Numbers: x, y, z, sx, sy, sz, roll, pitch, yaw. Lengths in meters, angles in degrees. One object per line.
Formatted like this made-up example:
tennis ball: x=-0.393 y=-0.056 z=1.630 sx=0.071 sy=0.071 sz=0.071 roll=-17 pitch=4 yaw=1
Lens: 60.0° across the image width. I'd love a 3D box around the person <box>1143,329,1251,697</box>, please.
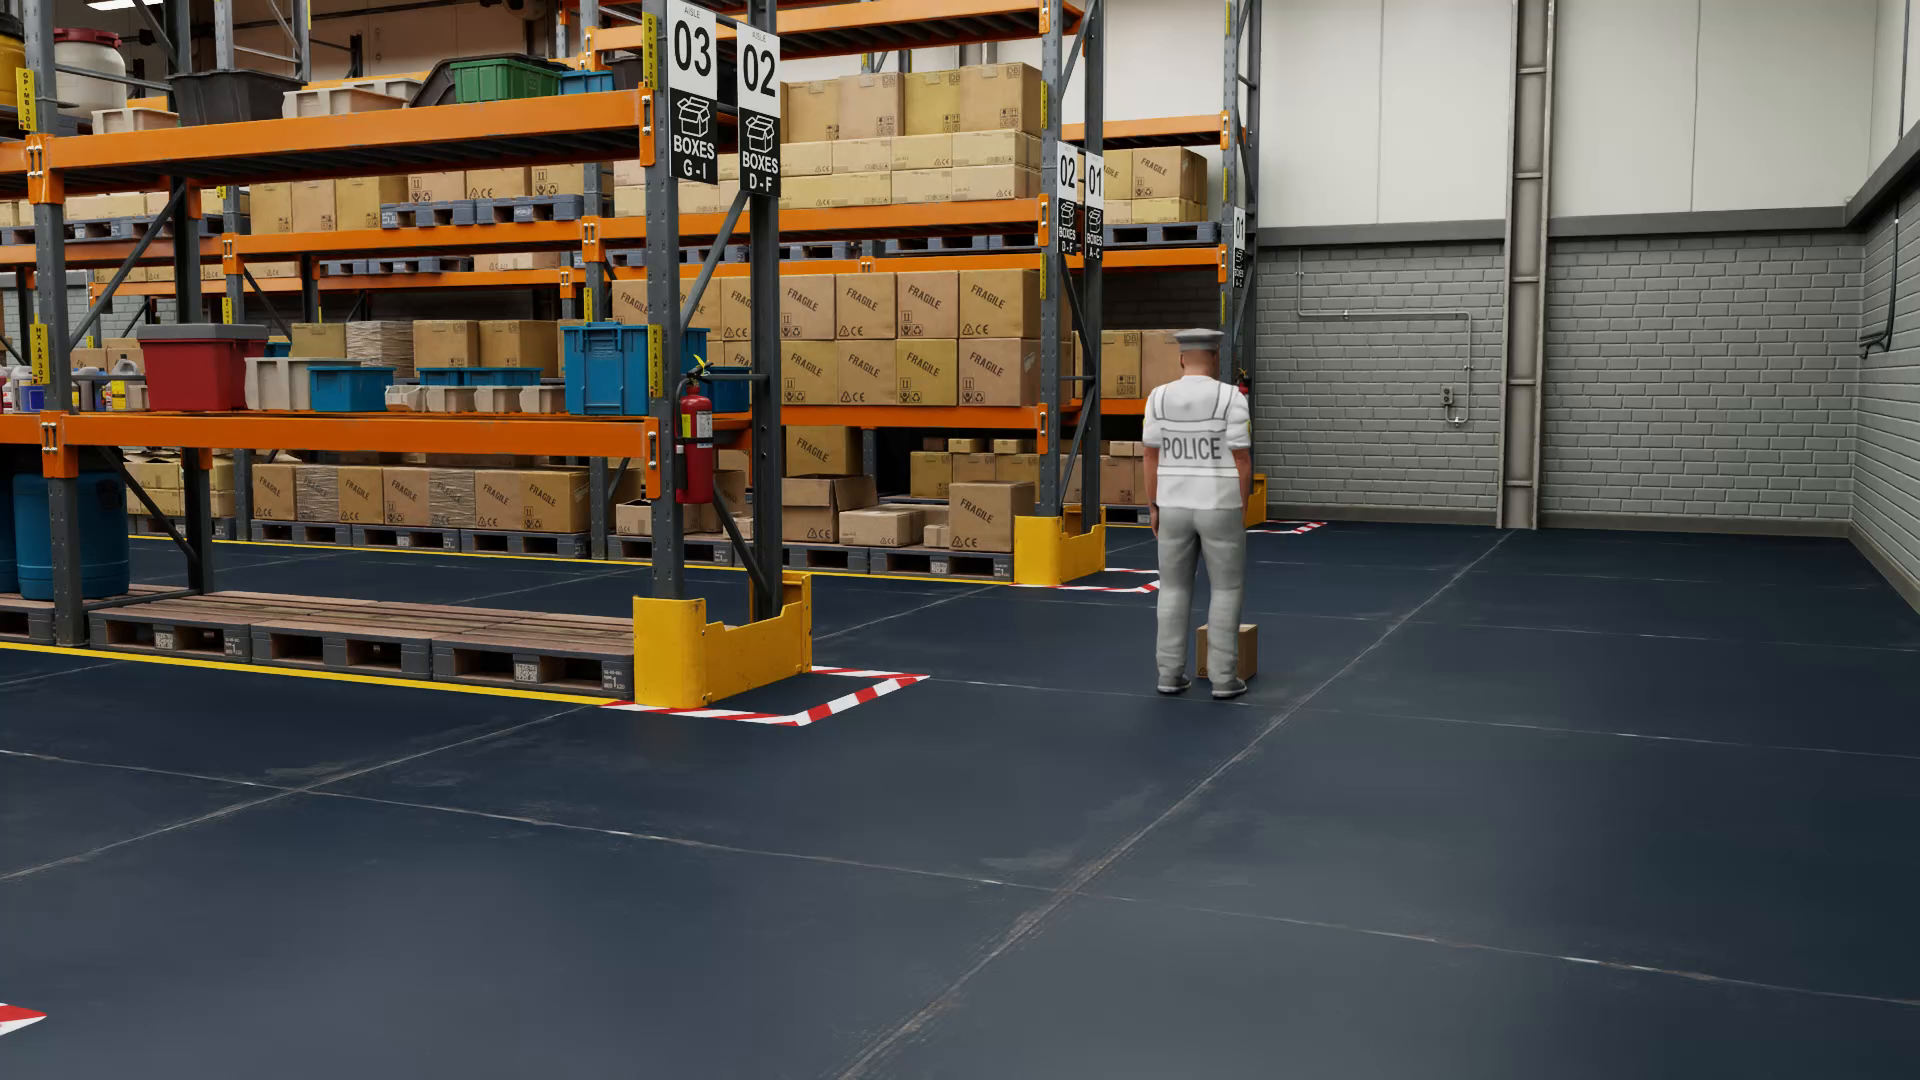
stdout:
person: x=1.136 y=-0.132 z=7.940 sx=0.529 sy=1.742 sz=0.392 roll=3 pitch=6 yaw=25
